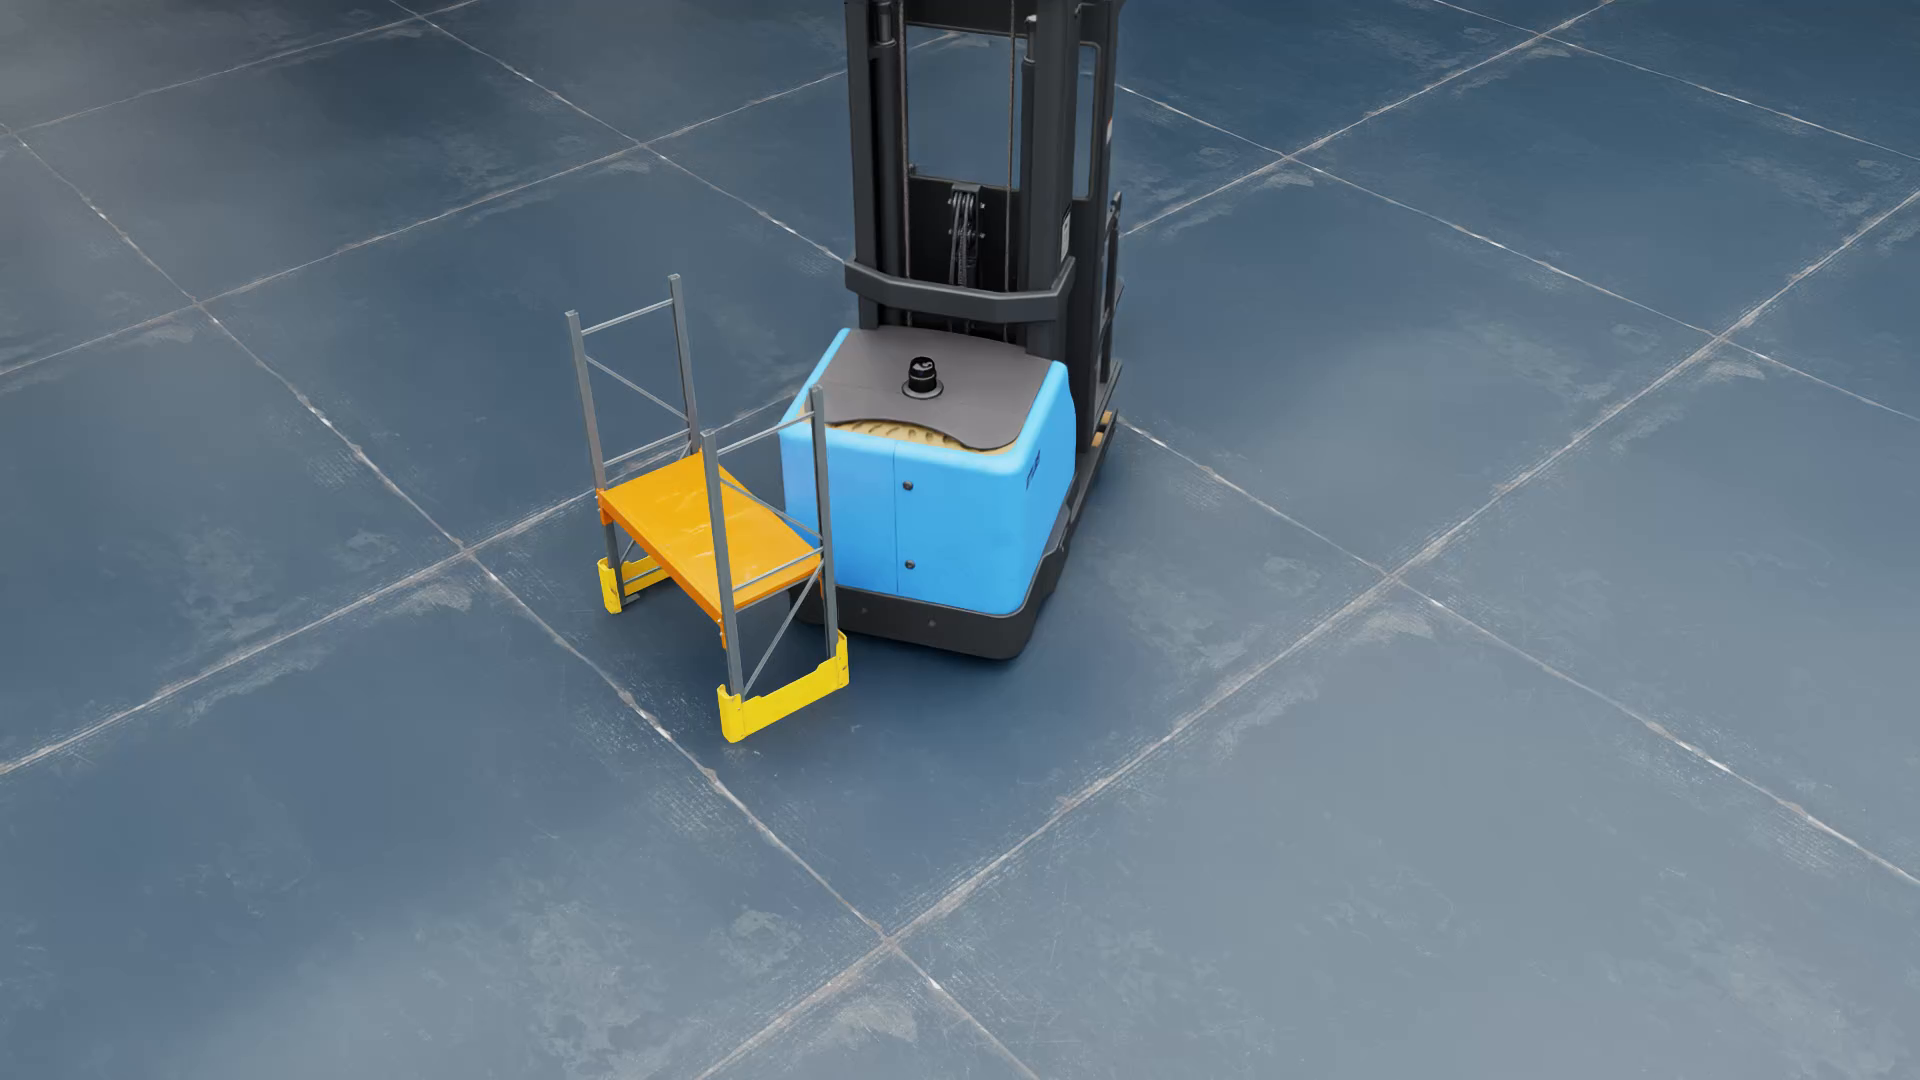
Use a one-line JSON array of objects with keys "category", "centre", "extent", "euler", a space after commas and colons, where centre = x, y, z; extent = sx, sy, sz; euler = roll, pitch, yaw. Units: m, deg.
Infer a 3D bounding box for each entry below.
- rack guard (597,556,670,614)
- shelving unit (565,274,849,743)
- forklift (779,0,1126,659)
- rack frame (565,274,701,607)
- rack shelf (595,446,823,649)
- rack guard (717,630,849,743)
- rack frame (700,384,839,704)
[{"category": "rack guard", "centre": [-1.327, 0.101, 7.426], "extent": [0.587, 0.250, 0.087], "euler": [-26, 46, -28]}, {"category": "shelving unit", "centre": [-1.022, -0.138, 6.727], "extent": [0.587, 1.500, 1.083], "euler": [-26, 46, -28]}, {"category": "forklift", "centre": [0.160, -1.569, 7.360], "extent": [1.130, 2.935, 3.031], "euler": [10, 40, 13]}, {"category": "rack frame", "centre": [-1.327, -0.386, 7.034], "extent": [0.500, 1.500, 0.032], "euler": [-26, 46, -28]}, {"category": "rack shelf", "centre": [-1.016, 0.007, 6.834], "extent": [0.538, 0.185, 1.000], "euler": [-26, 46, -28]}, {"category": "rack guard", "centre": [-0.717, 0.596, 6.813], "extent": [0.587, 0.250, 0.087], "euler": [-26, 46, -28]}, {"category": "rack frame", "centre": [-0.705, 0.119, 6.409], "extent": [0.500, 1.500, 0.032], "euler": [-26, 46, -28]}]
